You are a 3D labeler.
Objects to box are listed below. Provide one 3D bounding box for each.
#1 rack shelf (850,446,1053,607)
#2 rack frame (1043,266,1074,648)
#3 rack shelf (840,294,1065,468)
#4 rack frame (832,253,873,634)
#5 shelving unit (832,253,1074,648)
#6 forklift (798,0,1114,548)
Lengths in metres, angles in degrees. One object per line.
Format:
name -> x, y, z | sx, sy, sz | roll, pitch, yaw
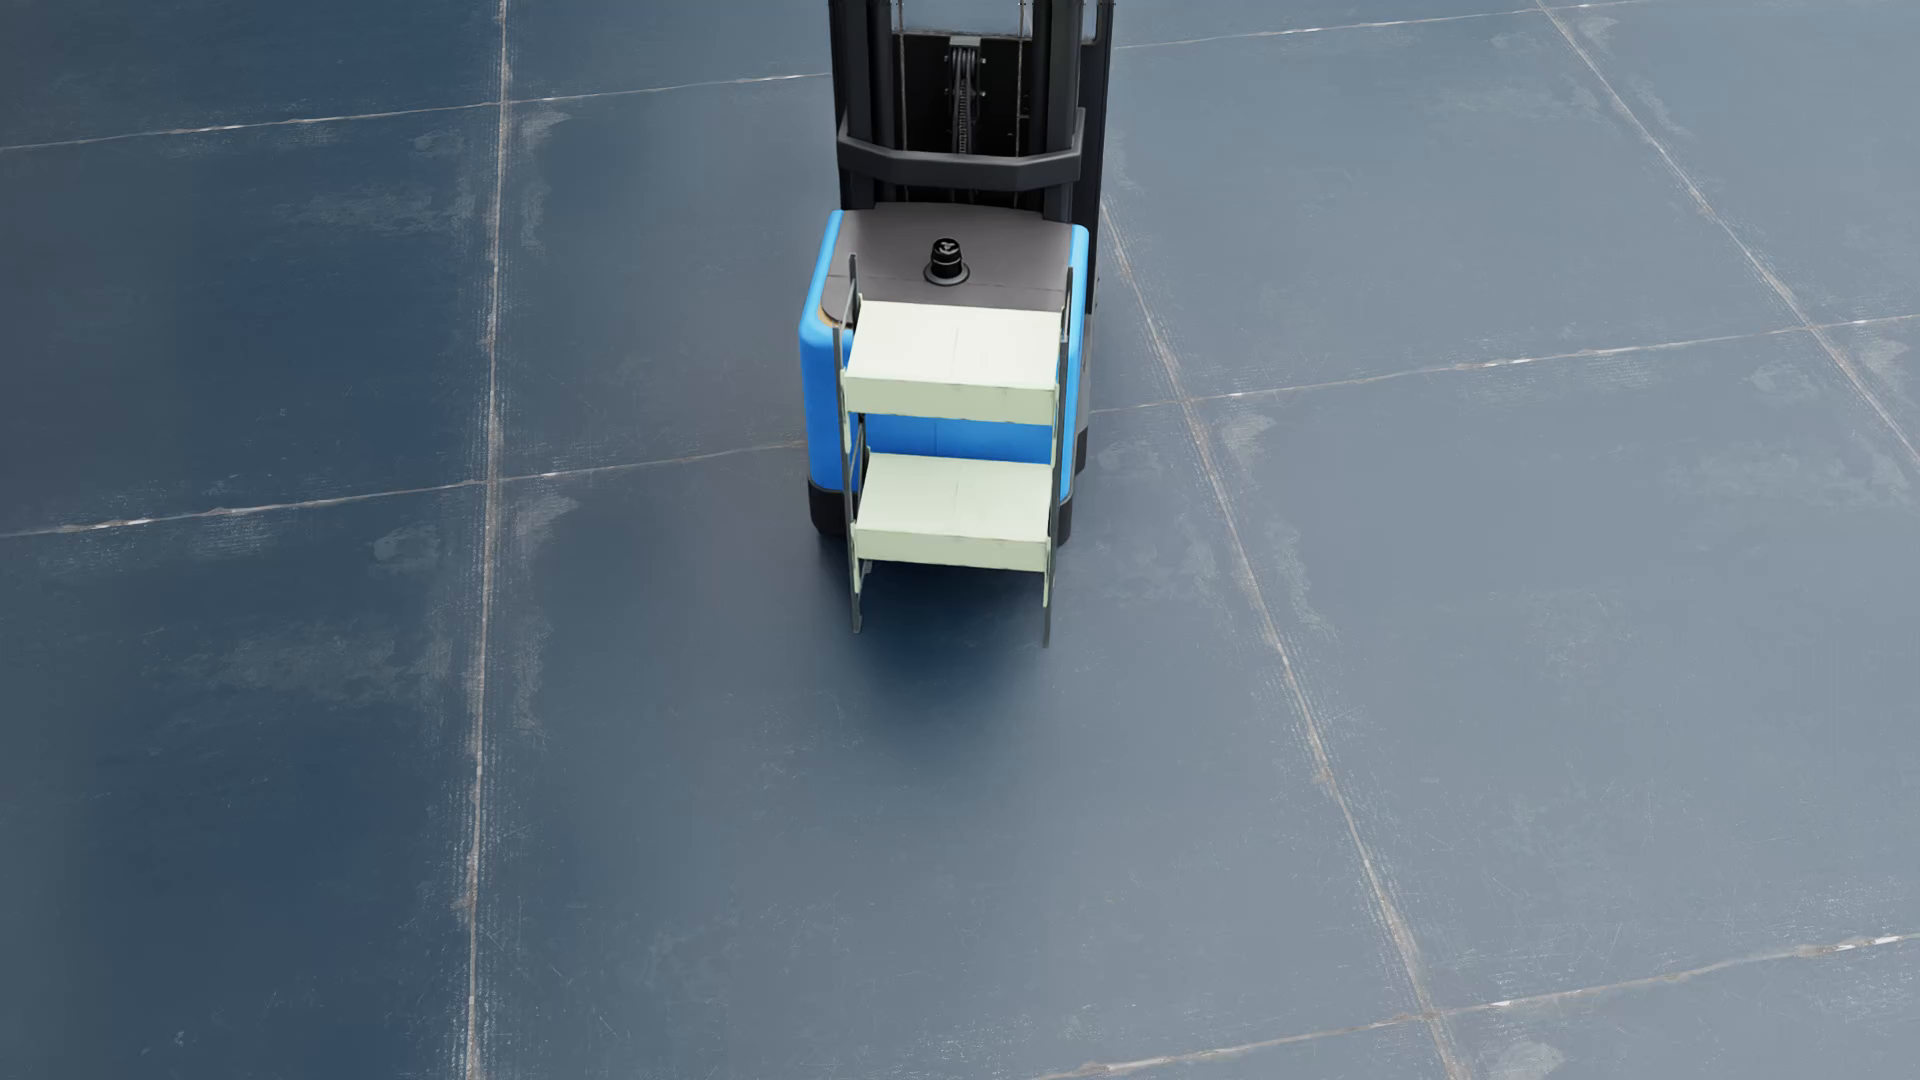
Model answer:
rack shelf -> -0.015, -0.051, 6.210 | 0.720, 0.370, 0.431 | 4, 46, 4
rack frame -> 0.349, -0.251, 5.950 | 0.023, 1.500, 0.400 | 4, 46, 4
rack shelf -> -0.015, -0.548, 5.694 | 0.720, 0.370, 0.431 | 4, 46, 4
rack frame -> -0.379, -0.303, 6.001 | 0.023, 1.500, 0.400 | 4, 46, 4
shelving unit -> -0.015, -0.277, 5.975 | 0.755, 1.500, 0.431 | 4, 46, 4
forklift -> 0.069, -2.041, 6.681 | 1.130, 2.935, 3.031 | 4, 46, 4
